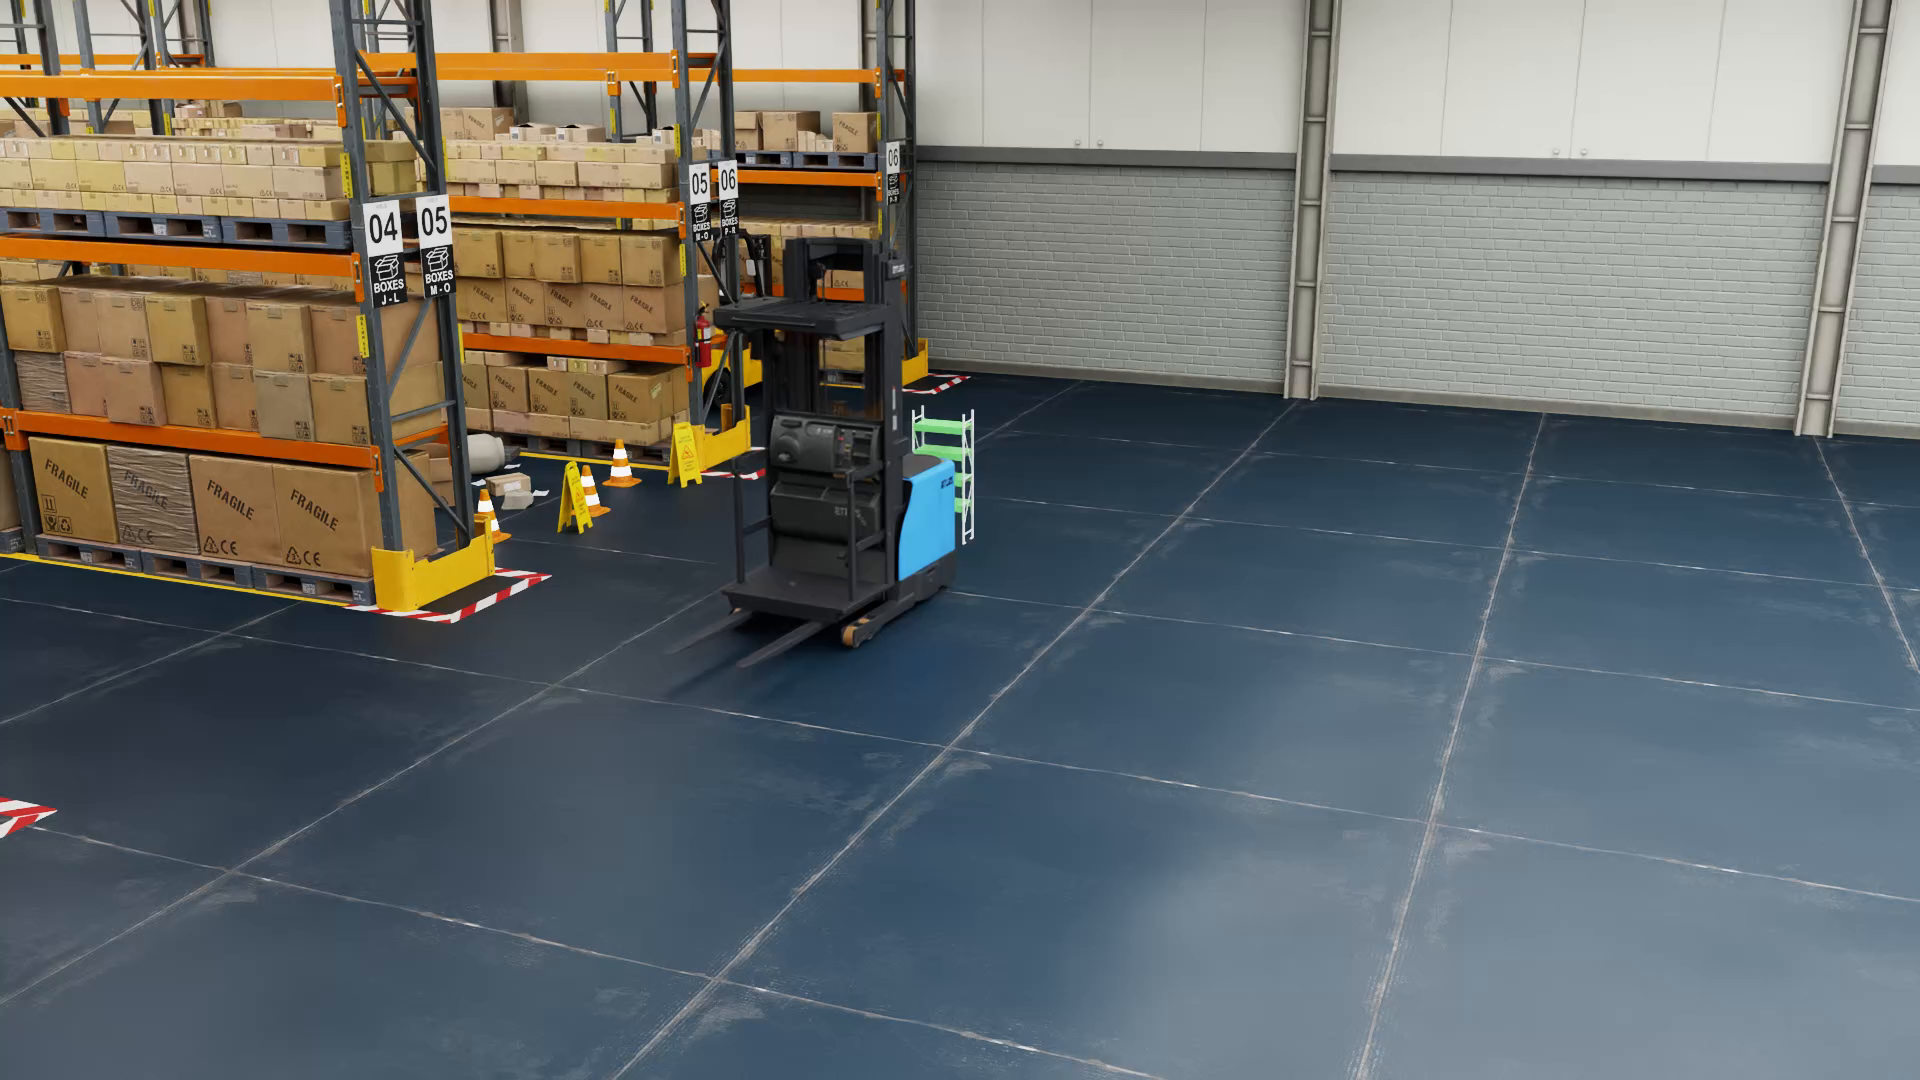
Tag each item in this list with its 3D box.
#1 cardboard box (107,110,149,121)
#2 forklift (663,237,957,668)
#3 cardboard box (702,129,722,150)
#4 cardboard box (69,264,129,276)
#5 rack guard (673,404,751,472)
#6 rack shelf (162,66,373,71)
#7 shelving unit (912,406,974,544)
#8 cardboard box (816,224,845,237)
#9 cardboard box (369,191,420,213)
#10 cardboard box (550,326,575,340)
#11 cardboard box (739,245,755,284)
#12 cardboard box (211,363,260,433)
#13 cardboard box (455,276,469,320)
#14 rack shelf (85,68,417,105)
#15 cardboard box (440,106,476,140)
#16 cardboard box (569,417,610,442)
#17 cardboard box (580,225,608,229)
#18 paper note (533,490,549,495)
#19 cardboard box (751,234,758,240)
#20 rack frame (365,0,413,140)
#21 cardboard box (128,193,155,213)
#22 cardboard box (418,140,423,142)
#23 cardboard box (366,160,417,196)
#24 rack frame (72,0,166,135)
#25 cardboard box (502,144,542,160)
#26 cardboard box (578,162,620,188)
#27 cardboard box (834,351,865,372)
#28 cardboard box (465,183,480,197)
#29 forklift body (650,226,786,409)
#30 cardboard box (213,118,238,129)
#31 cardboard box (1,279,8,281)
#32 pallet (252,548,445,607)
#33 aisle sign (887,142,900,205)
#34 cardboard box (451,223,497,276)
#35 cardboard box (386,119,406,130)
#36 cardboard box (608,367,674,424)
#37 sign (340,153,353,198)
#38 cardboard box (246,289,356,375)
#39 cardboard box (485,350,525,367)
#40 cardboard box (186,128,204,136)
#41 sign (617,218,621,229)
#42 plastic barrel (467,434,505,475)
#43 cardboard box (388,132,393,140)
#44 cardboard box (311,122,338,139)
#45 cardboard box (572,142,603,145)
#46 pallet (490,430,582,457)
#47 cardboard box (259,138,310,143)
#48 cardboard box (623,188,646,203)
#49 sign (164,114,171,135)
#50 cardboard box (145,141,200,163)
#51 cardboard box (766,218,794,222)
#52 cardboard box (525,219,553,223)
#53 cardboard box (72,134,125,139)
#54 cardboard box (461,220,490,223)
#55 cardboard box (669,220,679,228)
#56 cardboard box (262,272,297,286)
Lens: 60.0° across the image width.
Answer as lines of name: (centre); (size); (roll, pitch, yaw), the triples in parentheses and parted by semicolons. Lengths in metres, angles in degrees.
cardboard box: (-13.020, -6.630, 26.167); (0.500, 0.250, 0.500); (6, 17, 20)
forklift: (-1.128, -0.737, 12.533); (1.130, 2.935, 3.031); (8, 18, 25)
cardboard box: (-3.275, -5.417, 22.456); (0.258, 0.266, 0.396); (6, 17, 19)
cardboard box: (-10.627, -3.295, 20.591); (0.500, 0.250, 0.500); (6, 17, 20)
rack guard: (-2.712, -1.132, 18.253); (0.348, 0.500, 1.175); (6, 17, 21)
rack shelf: (-10.126, -6.979, 25.156); (4.000, 0.370, 1.077); (6, 17, 21)
shelving unit: (-0.154, -0.593, 15.141); (0.503, 1.200, 0.258); (6, 17, 21)
cardboard box: (-1.728, -4.134, 22.232); (0.250, 0.149, 0.380); (7, 17, 22)
cardboard box: (-4.565, -2.718, 13.371); (0.250, 0.149, 0.380); (6, 17, 21)
cardboard box: (-4.283, -2.299, 18.241); (0.250, 0.149, 0.380); (6, 17, 20)
cardboard box: (-2.805, -3.799, 22.777); (0.500, 0.500, 0.500); (6, 17, 21)
cardboard box: (-5.720, -1.269, 13.973); (0.550, 0.550, 0.875); (6, 17, 21)
cardboard box: (-5.580, -2.762, 18.671); (0.500, 0.500, 0.500); (6, 17, 20)
rack shelf: (-8.223, -5.282, 19.311); (4.000, 0.370, 1.077); (6, 17, 21)
cardboard box: (-7.175, -6.006, 24.066); (0.500, 0.500, 0.700); (6, 17, 20)
cardboard box: (-3.971, -1.274, 18.436); (0.500, 0.250, 0.500); (6, 17, 21)
cardboard box: (-5.191, -4.380, 23.615); (0.250, 0.149, 0.380); (6, 17, 20)
paper note: (-4.251, -0.479, 16.846); (0.142, 0.019, 0.148); (0, 16, 1)
cardboard box: (-2.650, -4.109, 22.679); (0.250, 0.149, 0.380); (6, 17, 20)
rack frame: (-8.266, -7.312, 24.296); (0.127, 3.000, 1.000); (6, 17, 21)
cardboard box: (-6.456, -2.728, 13.405); (0.250, 0.149, 0.380); (7, 17, 21)
cardboard box: (-5.987, -4.461, 18.876); (0.250, 0.149, 0.380); (7, 17, 22)
cardboard box: (-4.718, -2.908, 13.308); (0.500, 0.250, 0.500); (6, 17, 21)
rack frame: (-10.083, -6.024, 19.860); (0.127, 3.000, 1.000); (6, 17, 21)
cardboard box: (-4.713, -4.182, 17.916); (0.250, 0.149, 0.380); (7, 17, 22)
cardboard box: (-3.679, -3.874, 17.569); (0.500, 0.250, 0.500); (6, 17, 20)
cardboard box: (-1.377, -2.460, 22.521); (0.500, 0.250, 0.500); (6, 17, 21)
cardboard box: (-5.205, -3.854, 18.216); (0.250, 0.149, 0.380); (6, 17, 19)
forklift body: (-3.257, -2.926, 21.470); (1.214, 2.155, 2.313); (6, 17, 21)
cardboard box: (-11.126, -6.343, 25.322); (0.250, 0.149, 0.380); (6, 17, 20)
cardboard box: (-9.028, -2.069, 15.025); (0.500, 0.500, 0.700); (6, 17, 20)
pallet: (-5.136, 0.247, 14.020); (1.213, 0.211, 1.003); (6, 17, 21)
aisle sign: (-0.870, -4.778, 21.665); (0.004, 0.787, 0.394); (6, 17, 21)
cardboard box: (-5.565, -3.246, 18.544); (0.500, 0.500, 0.700); (6, 17, 21)
cardboard box: (-8.507, -6.243, 25.014); (0.250, 0.149, 0.380); (6, 17, 19)
cardboard box: (-3.482, -1.580, 18.147); (0.500, 0.500, 0.500); (6, 17, 21)
sign: (-4.576, -2.719, 12.409); (0.005, 0.325, 0.100); (6, 17, 21)
cardboard box: (-5.240, -1.701, 13.525); (0.550, 0.550, 0.875); (6, 17, 21)
cardboard box: (-5.088, -2.049, 18.598); (0.250, 0.149, 0.380); (7, 18, 24)
cardboard box: (-11.627, -6.240, 25.503); (0.250, 0.149, 0.380); (6, 17, 21)
sign: (-4.735, -4.398, 23.084); (0.005, 0.325, 0.100); (6, 17, 21)
plastic barrel: (-5.118, -0.906, 17.612); (0.512, 0.421, 0.421); (-9, 18, -27)
cardboard box: (-8.518, -6.090, 25.021); (0.250, 0.149, 0.380); (6, 17, 21)
cardboard box: (-7.226, -4.756, 19.492); (0.500, 0.250, 0.500); (6, 17, 19)
cardboard box: (-4.032, -4.273, 18.230); (0.250, 0.149, 0.380); (7, 18, 22)
pallet: (-4.586, -1.211, 19.042); (1.213, 0.211, 1.003); (6, 17, 21)
cardboard box: (-5.503, -3.204, 13.614); (0.250, 0.149, 0.380); (6, 17, 20)
cardboard box: (-3.319, -3.625, 17.428); (0.250, 0.149, 0.380); (6, 17, 21)
sign: (-12.179, -6.387, 25.564); (0.005, 0.325, 0.100); (6, 17, 21)
cardboard box: (-6.220, -3.086, 13.206); (0.250, 0.149, 0.380); (6, 17, 21)
cardboard box: (-2.486, -4.370, 23.047); (0.250, 0.149, 0.380); (6, 17, 21)
cardboard box: (-6.194, -4.641, 24.513); (0.250, 0.149, 0.380); (6, 17, 21)
cardboard box: (-7.392, -3.412, 14.329); (0.250, 0.149, 0.380); (6, 17, 20)
cardboard box: (-7.087, -4.593, 24.349); (0.250, 0.149, 0.380); (6, 17, 21)
cardboard box: (-3.840, -4.387, 23.106); (0.250, 0.149, 0.380); (6, 17, 20)
cardboard box: (-7.816, -3.219, 19.491); (0.500, 0.500, 0.500); (7, 18, 23)
